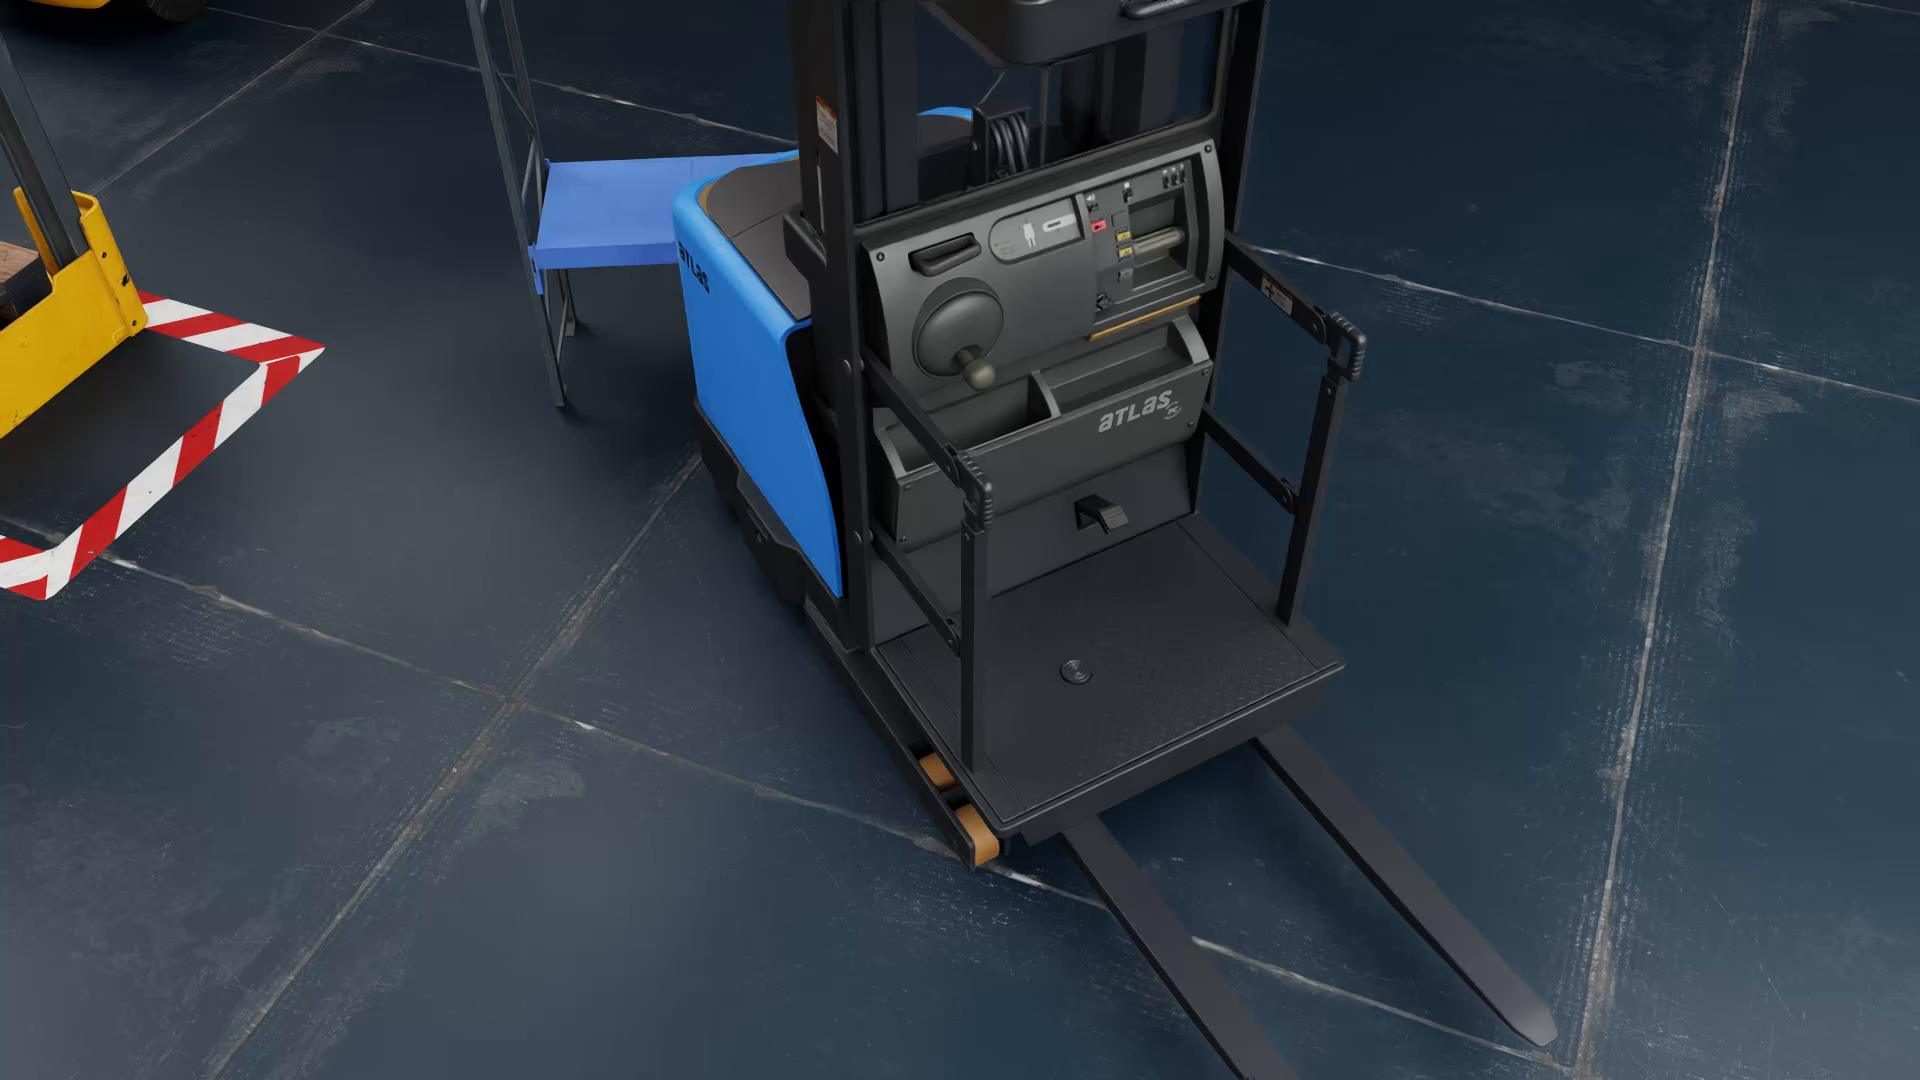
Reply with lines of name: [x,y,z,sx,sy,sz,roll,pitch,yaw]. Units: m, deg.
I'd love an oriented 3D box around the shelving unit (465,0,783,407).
shelving unit: [-0.886,-1.193,5.386,1.048,1.500,0.538,-3,45,-3]

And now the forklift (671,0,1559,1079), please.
forklift: [0.327,-0.557,3.732,1.130,2.935,3.031,-22,49,-21]

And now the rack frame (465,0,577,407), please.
rack frame: [-1.393,-1.165,5.357,0.032,1.500,0.500,-3,45,-3]

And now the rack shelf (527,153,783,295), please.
rack shelf: [-0.886,-1.066,5.513,1.000,0.185,0.538,-3,45,-3]

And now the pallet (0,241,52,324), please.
pallet: [-4.052,-0.797,5.901,1.213,0.211,1.003,16,47,16]

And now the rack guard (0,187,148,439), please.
rack guard: [-3.316,-0.656,5.555,0.348,0.500,1.175,16,47,16]

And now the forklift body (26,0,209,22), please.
forklift body: [-3.790,-3.780,7.524,1.214,2.155,2.313,16,47,16]

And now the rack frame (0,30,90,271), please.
rack frame: [-3.246,-1.521,4.652,0.127,3.000,1.000,16,47,16]
